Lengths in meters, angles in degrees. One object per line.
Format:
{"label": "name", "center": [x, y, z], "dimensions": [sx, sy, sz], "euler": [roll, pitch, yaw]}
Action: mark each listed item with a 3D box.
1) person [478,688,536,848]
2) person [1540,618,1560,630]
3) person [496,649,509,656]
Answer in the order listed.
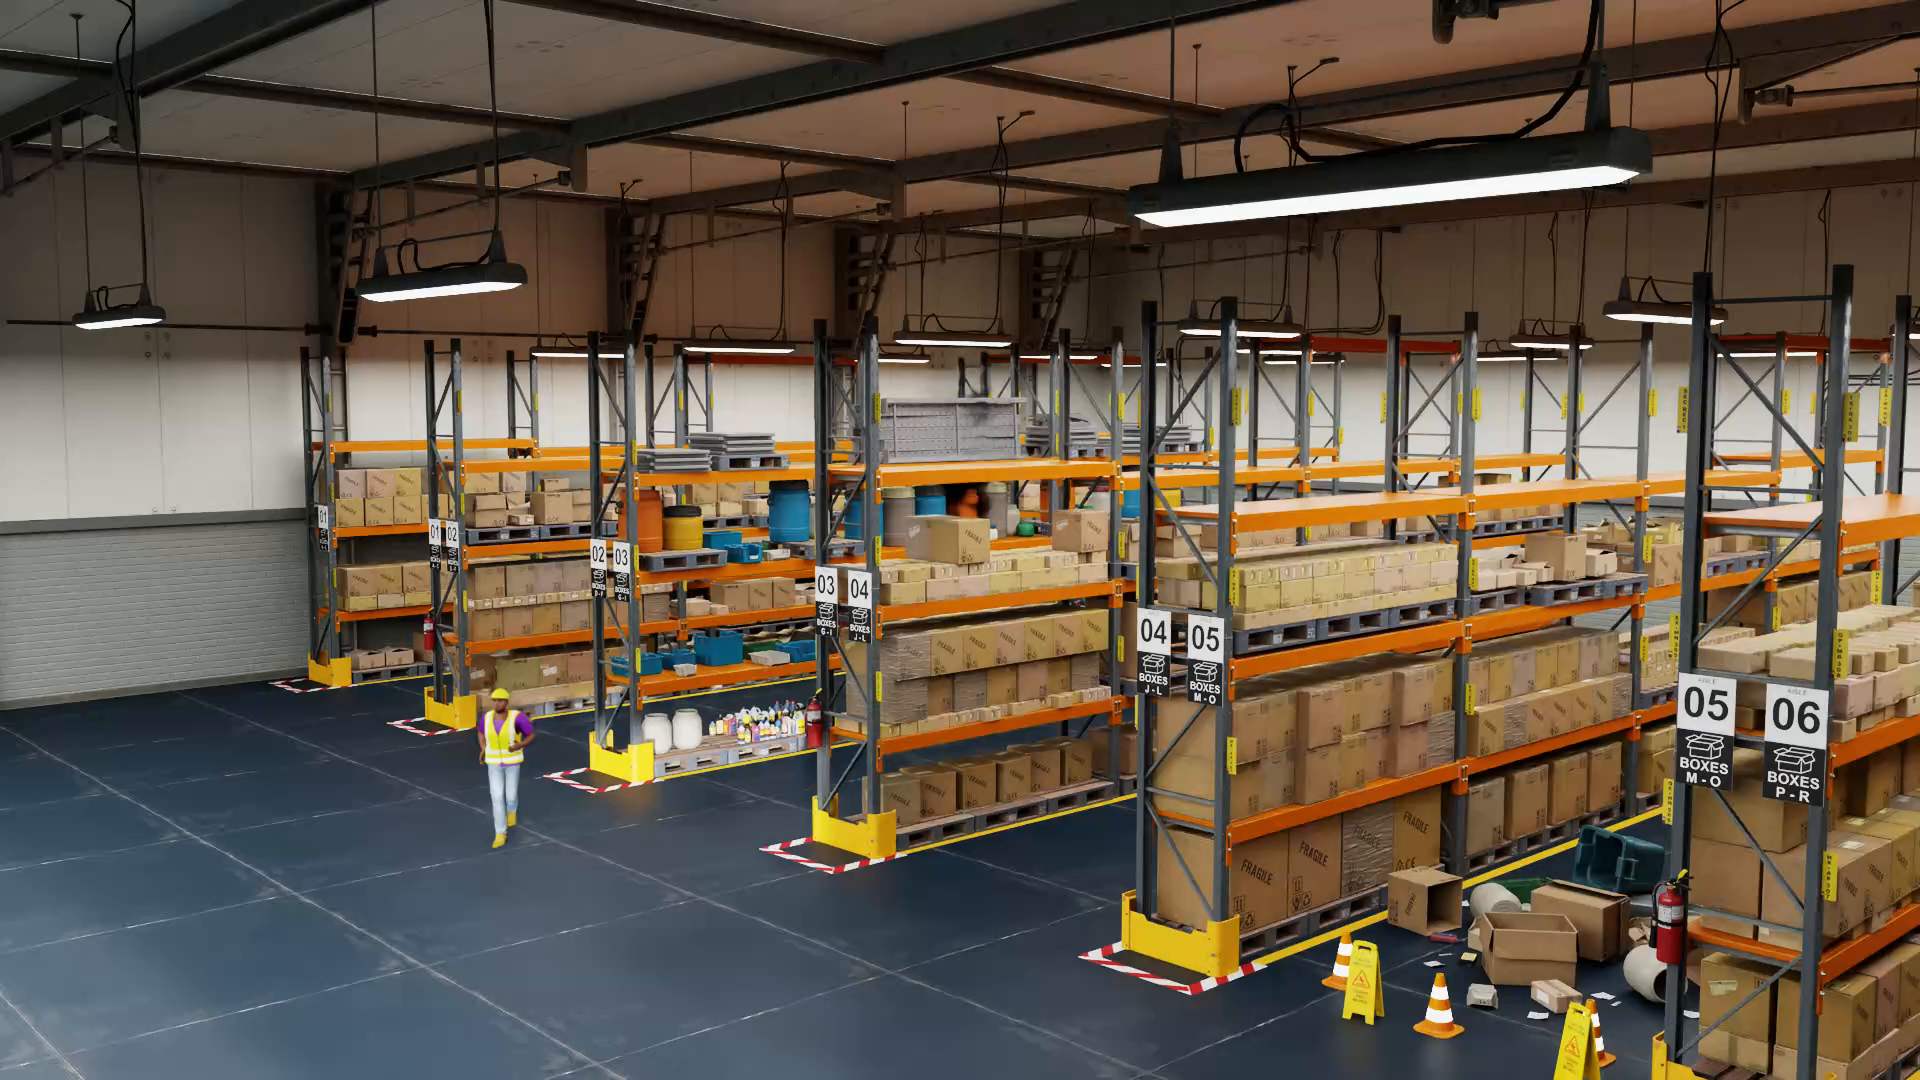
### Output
{"label": "person", "center": [-5.269, 2.592, 19.294], "dimensions": [0.686, 1.774, 0.895], "euler": [0, 5, -5]}
{"label": "person", "center": [9.344, 2.008, 26.208], "dimensions": [0.637, 1.763, 0.711], "euler": [5, 7, 43]}
{"label": "person", "center": [-7.824, 1.808, 28.668], "dimensions": [0.609, 1.667, 0.921], "euler": [3, 6, 33]}
